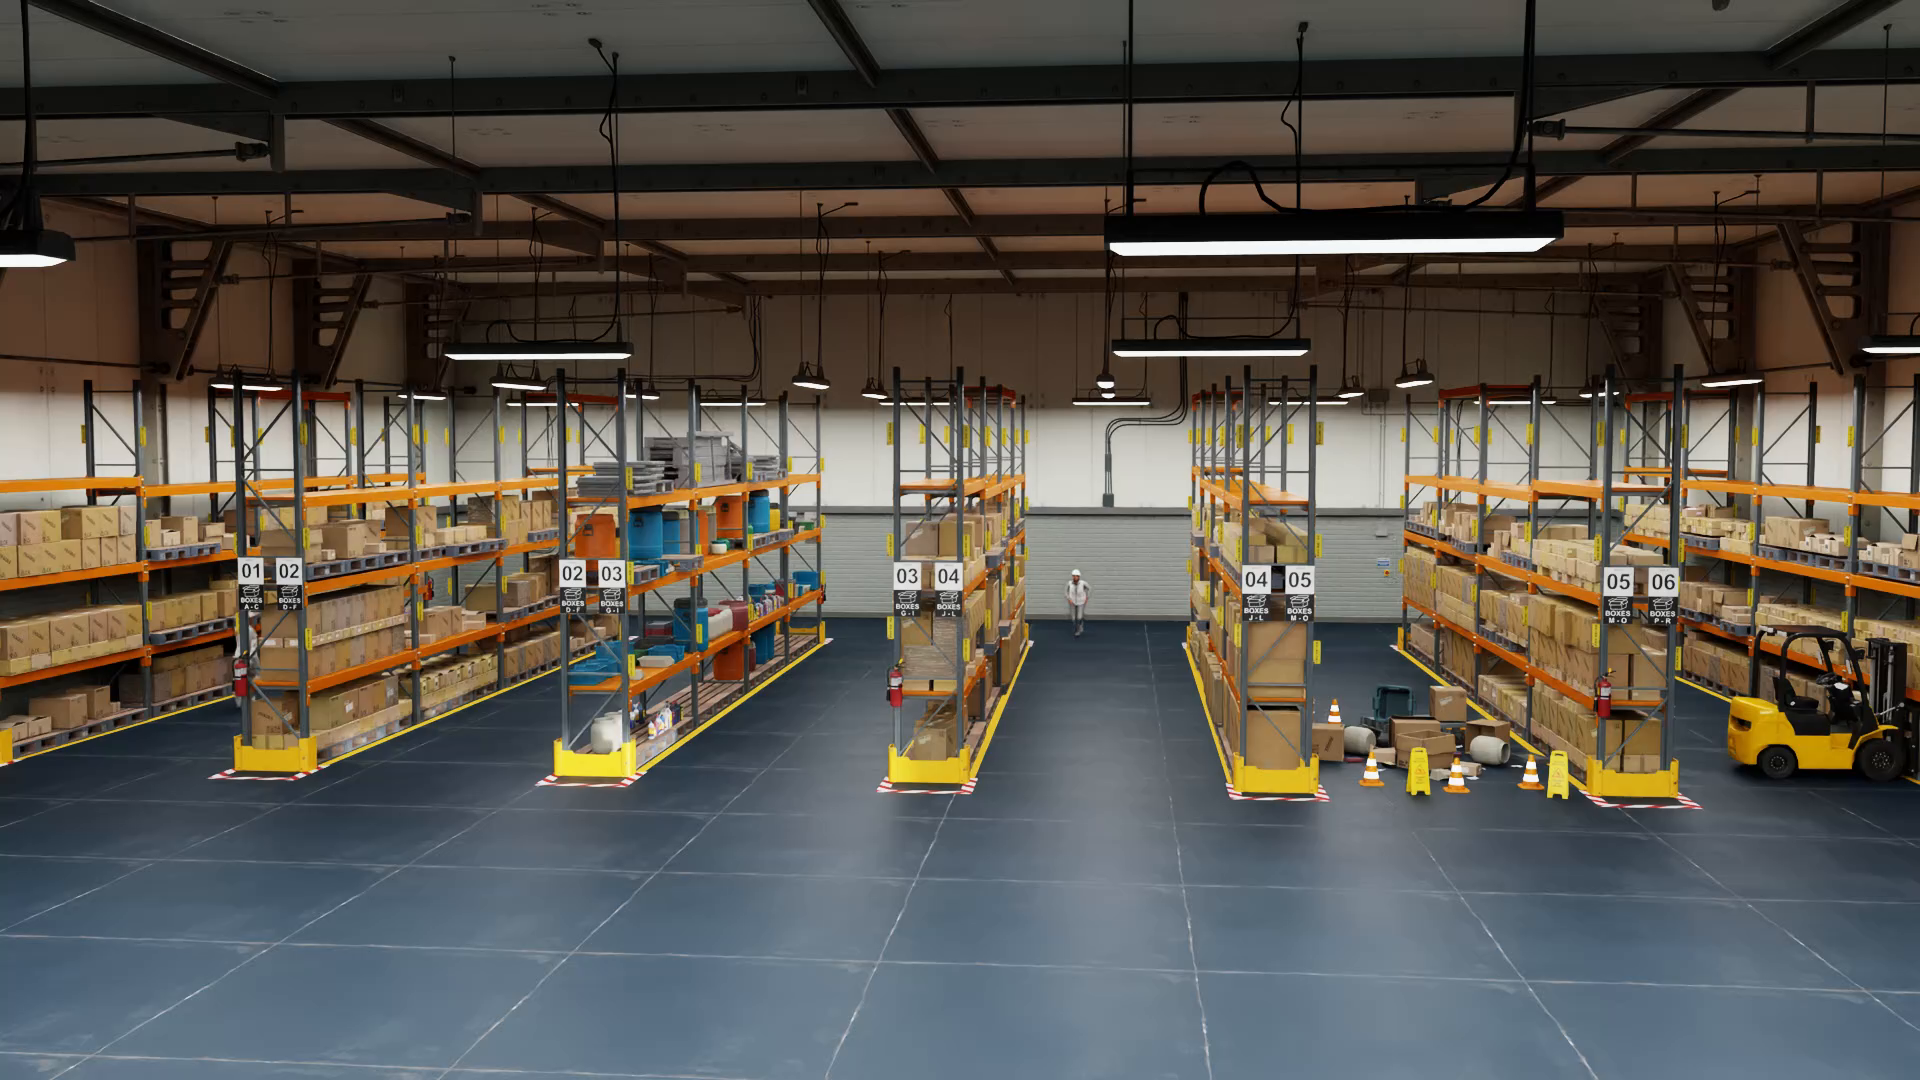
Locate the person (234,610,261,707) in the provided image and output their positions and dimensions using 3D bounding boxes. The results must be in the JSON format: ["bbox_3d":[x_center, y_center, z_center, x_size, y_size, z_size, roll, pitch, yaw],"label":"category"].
[{"bbox_3d":[-13.245,2.183,30.840,0.558,1.764,0.498,1,4,21],"label":"person"}]

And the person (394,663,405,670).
[{"bbox_3d":[-11.653,2.045,34.425,0.419,1.595,1.065,-1,4,-9],"label":"person"}]

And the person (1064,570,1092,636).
[{"bbox_3d":[2.959,1.573,41.684,0.687,1.683,0.719,1,4,14],"label":"person"}]
